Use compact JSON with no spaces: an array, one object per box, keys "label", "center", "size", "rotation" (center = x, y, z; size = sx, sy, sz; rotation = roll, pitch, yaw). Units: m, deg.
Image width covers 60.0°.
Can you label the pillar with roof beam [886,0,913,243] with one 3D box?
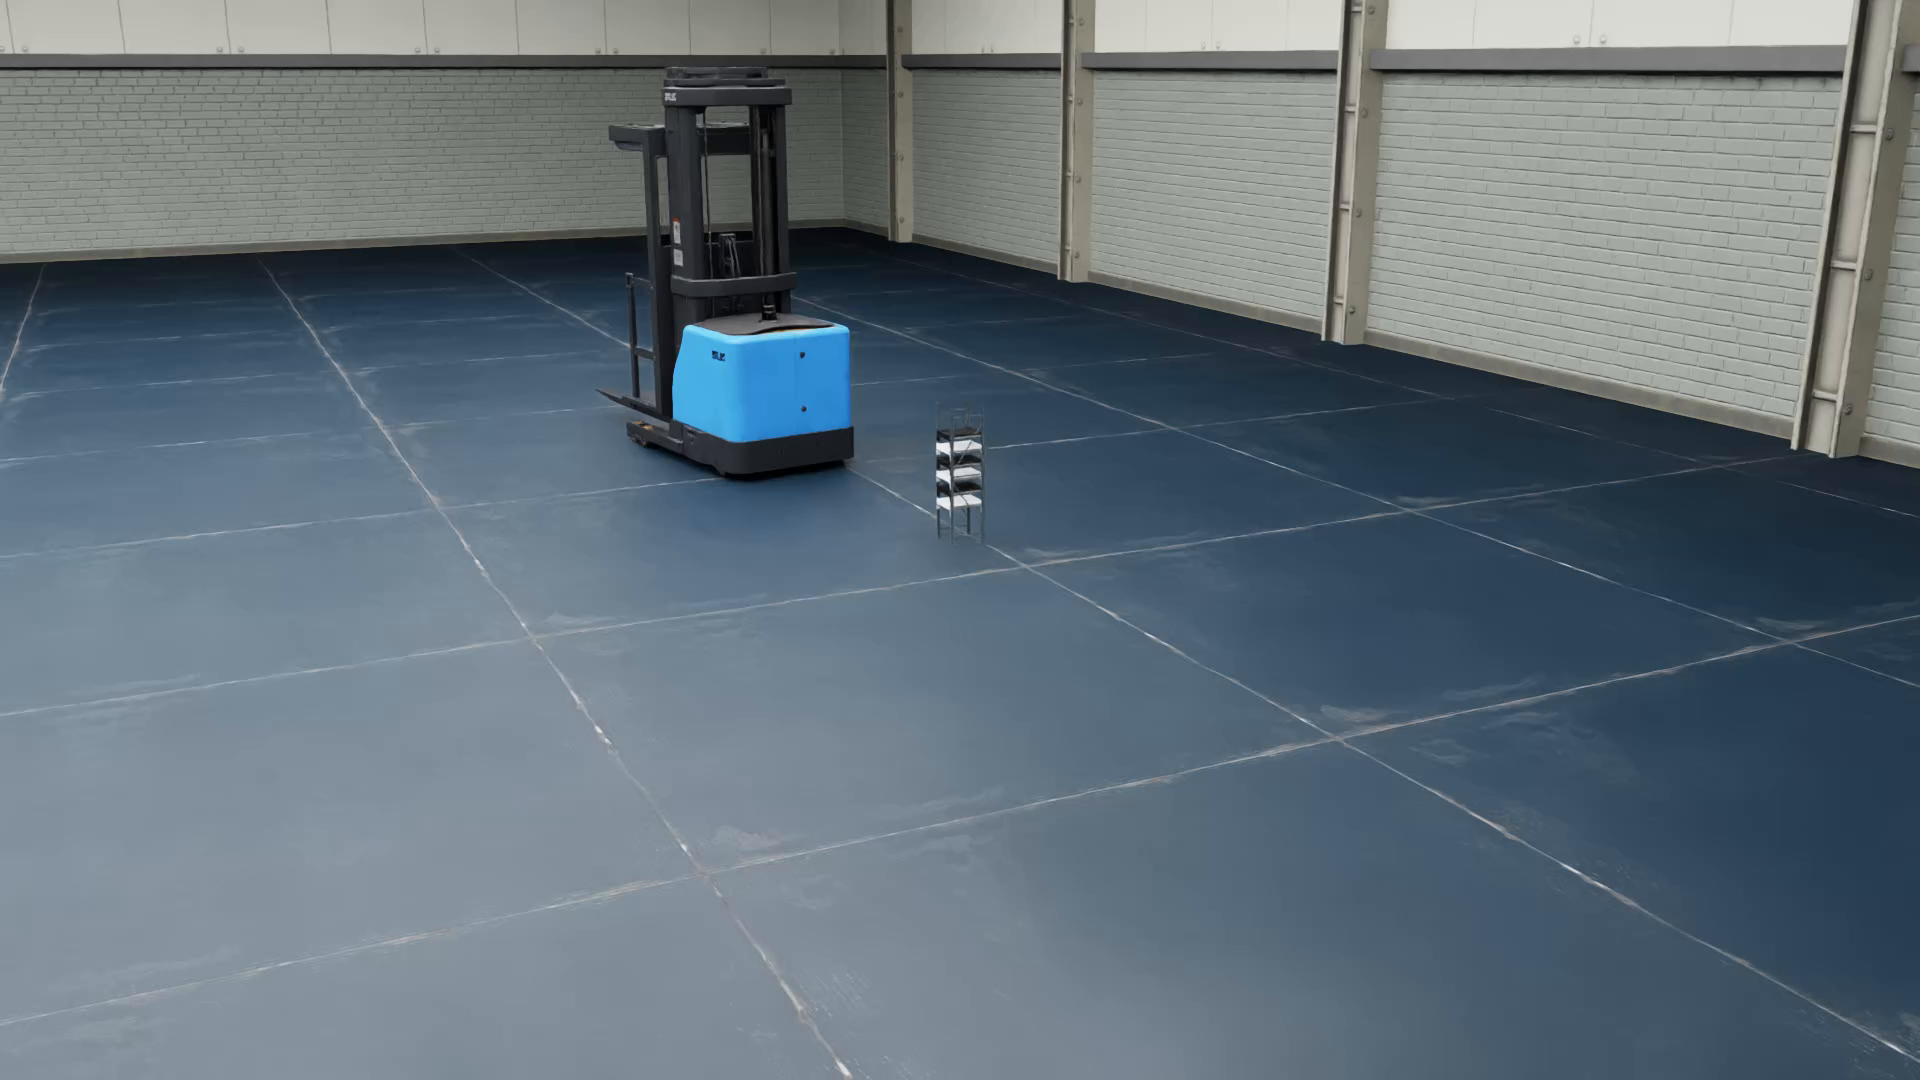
[{"label":"pillar with roof beam","center":[-4.888,-8.972,25.700],"size":[9.100,9.000,0.400],"rotation":[-8,18,-25]}]

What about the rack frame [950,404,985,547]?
[{"label":"rack frame","center":[0.048,-0.405,10.532],"size":[0.240,0.900,0.006],"rotation":[-8,18,-25]}]

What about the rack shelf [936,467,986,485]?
[{"label":"rack shelf","center":[0.004,-0.398,10.629],"size":[0.258,0.077,0.200],"rotation":[-8,18,-25]}]

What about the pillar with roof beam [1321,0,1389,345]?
[{"label":"pillar with roof beam","center":[0.369,-5.996,15.332],"size":[9.100,9.000,0.400],"rotation":[-8,18,-25]}]

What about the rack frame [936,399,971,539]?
[{"label":"rack frame","center":[-0.041,-0.456,10.707],"size":[0.240,0.900,0.006],"rotation":[-8,18,-25]}]

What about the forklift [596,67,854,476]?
[{"label":"forklift","center":[-2.060,-2.233,13.220],"size":[1.130,2.935,3.031],"rotation":[-11,19,-33]}]

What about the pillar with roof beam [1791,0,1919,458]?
[{"label":"pillar with roof beam","center":[2.997,-4.508,10.147],"size":[9.100,9.000,0.400],"rotation":[-8,18,-25]}]

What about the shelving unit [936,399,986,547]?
[{"label":"shelving unit","center":[0.004,-0.431,10.620],"size":[0.258,0.900,0.210],"rotation":[-8,18,-25]}]

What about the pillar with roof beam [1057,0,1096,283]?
[{"label":"pillar with roof beam","center":[-2.260,-7.484,20.516],"size":[9.100,9.000,0.400],"rotation":[-8,18,-25]}]

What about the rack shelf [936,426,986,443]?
[{"label":"rack shelf","center":[0.004,-0.658,10.554],"size":[0.258,0.077,0.200],"rotation":[-8,18,-25]}]

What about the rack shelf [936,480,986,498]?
[{"label":"rack shelf","center":[0.004,-0.312,10.654],"size":[0.258,0.077,0.200],"rotation":[-8,18,-25]}]

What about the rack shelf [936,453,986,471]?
[{"label":"rack shelf","center":[0.004,-0.485,10.604],"size":[0.258,0.077,0.200],"rotation":[-8,18,-25]}]

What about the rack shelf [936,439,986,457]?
[{"label":"rack shelf","center":[0.004,-0.572,10.579],"size":[0.258,0.077,0.200],"rotation":[-8,18,-25]}]

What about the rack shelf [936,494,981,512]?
[{"label":"rack shelf","center":[0.004,-0.225,10.678],"size":[0.258,0.077,0.200],"rotation":[-8,18,-25]}]
